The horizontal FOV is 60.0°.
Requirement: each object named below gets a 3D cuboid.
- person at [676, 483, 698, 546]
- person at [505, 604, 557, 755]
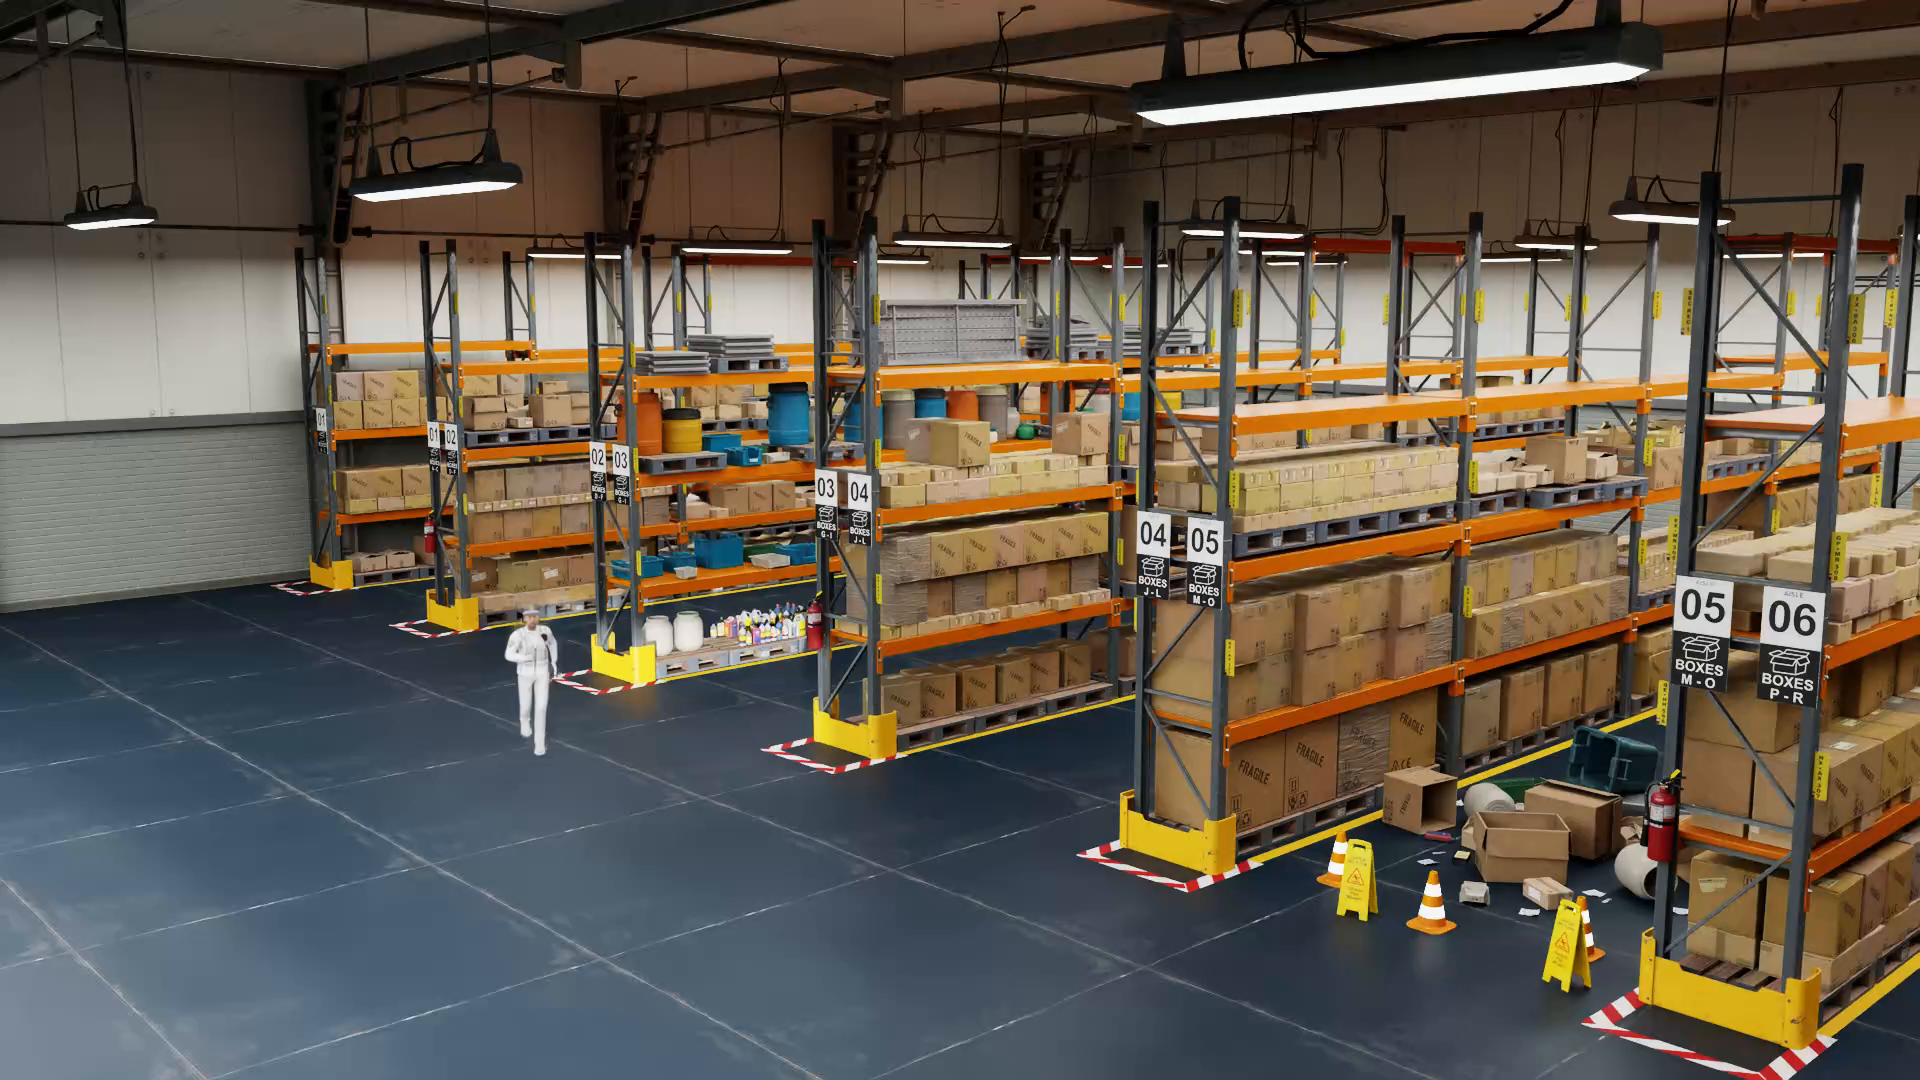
[{"bbox_3d":[-5.054,-0.254,31.120,0.852,1.767,0.689,-7,11,-39],"label":"person"},{"bbox_3d":[-4.871,1.542,18.987,0.597,1.666,0.922,-3,9,-21],"label":"person"}]
